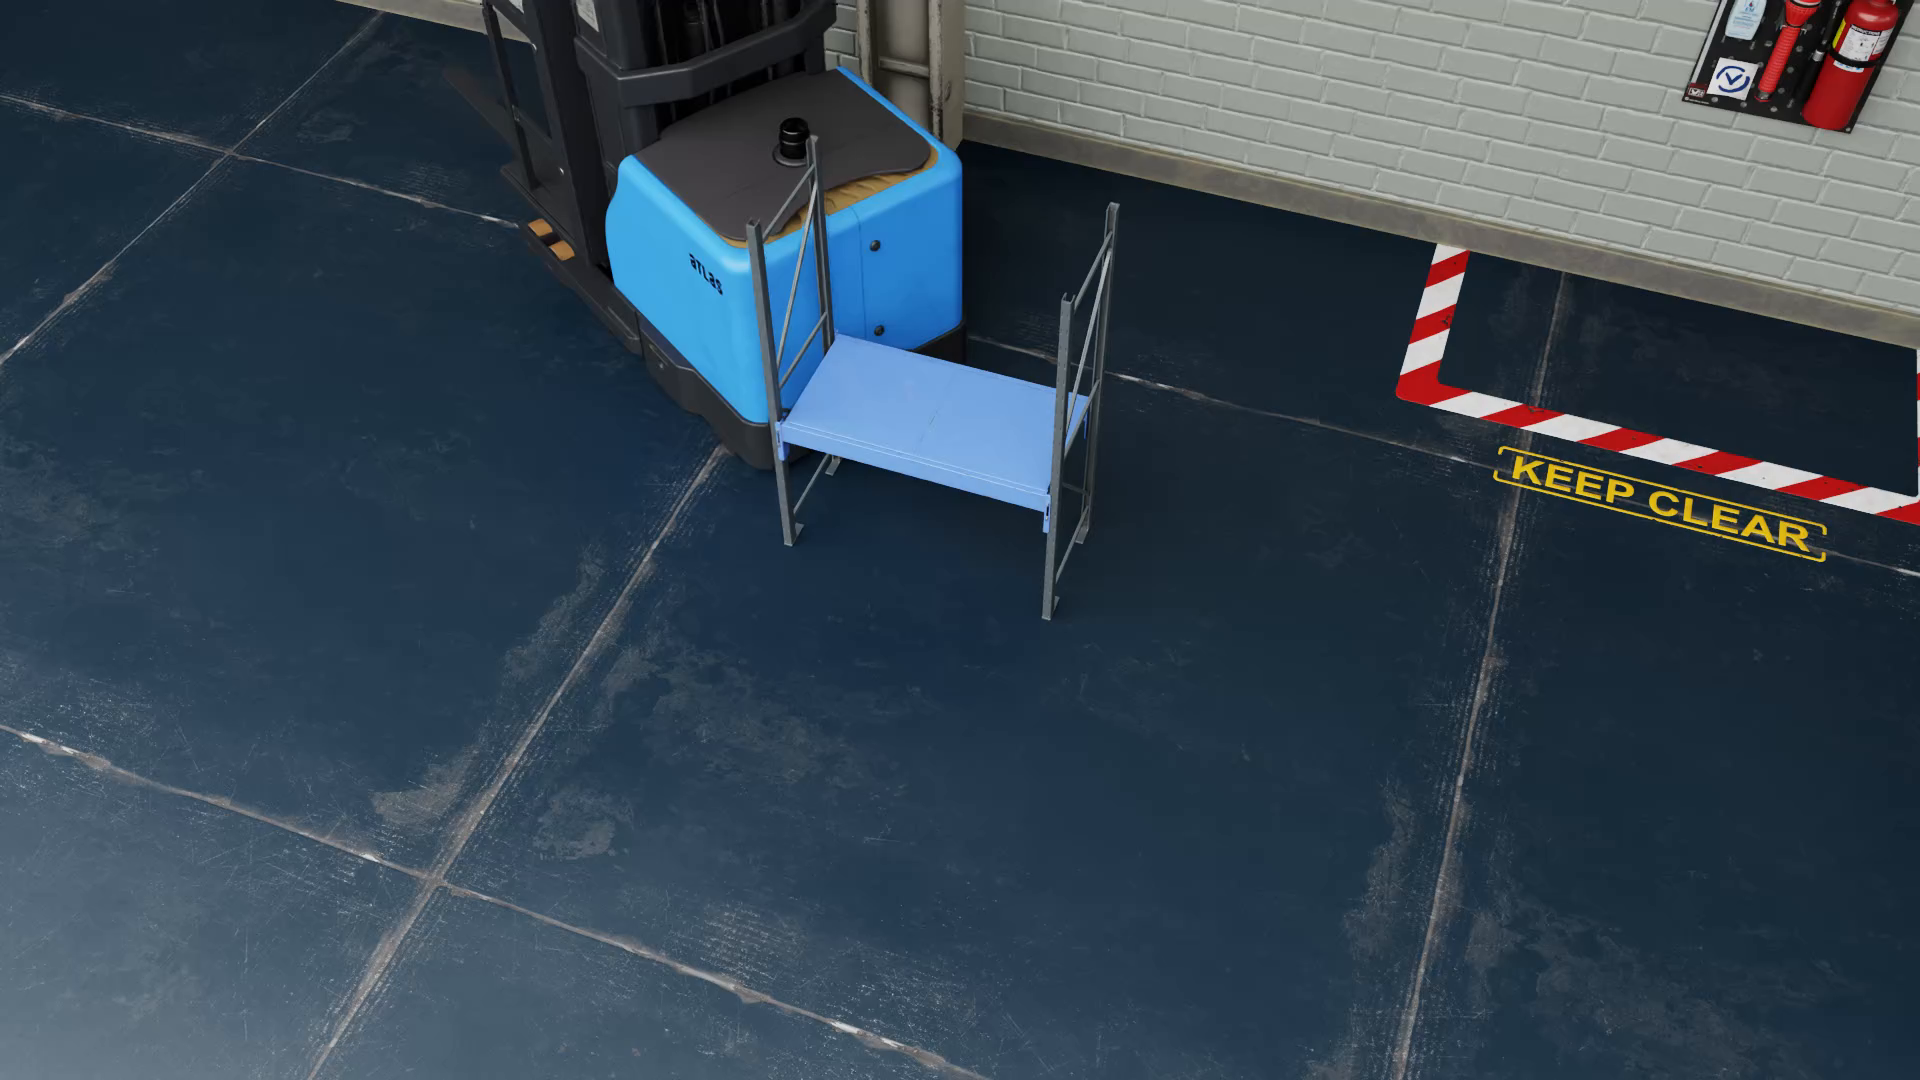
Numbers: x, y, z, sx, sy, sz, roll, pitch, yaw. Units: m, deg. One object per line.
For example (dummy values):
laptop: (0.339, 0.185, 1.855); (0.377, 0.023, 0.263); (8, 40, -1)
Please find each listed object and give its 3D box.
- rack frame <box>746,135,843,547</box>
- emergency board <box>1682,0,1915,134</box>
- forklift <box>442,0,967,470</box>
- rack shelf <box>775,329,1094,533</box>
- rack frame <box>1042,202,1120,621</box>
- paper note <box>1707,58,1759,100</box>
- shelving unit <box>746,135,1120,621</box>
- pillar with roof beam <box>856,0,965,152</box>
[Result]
rack frame: (-0.557, -0.647, 5.818); (0.032, 1.500, 0.500); (16, 51, 13)
emergency board: (3.107, -1.962, 5.965); (0.643, 1.169, 0.194); (16, 51, 13)
forklift: (-1.271, -2.296, 6.300); (1.130, 2.935, 3.031); (-30, 56, -24)
rack shelf: (-0.080, -0.396, 5.839); (1.000, 0.185, 0.538); (16, 51, 13)
rack frame: (0.397, -0.380, 5.587); (0.032, 1.500, 0.500); (16, 51, 13)
paper note: (2.965, -1.769, 6.381); (0.142, 0.148, 0.016); (16, 51, 13)
shelving unit: (-0.080, -0.514, 5.703); (1.048, 1.500, 0.538); (16, 51, 13)
pillar with roof beam: (-1.708, -1.772, 1.831); (0.400, 9.000, 9.100); (16, 51, 13)
